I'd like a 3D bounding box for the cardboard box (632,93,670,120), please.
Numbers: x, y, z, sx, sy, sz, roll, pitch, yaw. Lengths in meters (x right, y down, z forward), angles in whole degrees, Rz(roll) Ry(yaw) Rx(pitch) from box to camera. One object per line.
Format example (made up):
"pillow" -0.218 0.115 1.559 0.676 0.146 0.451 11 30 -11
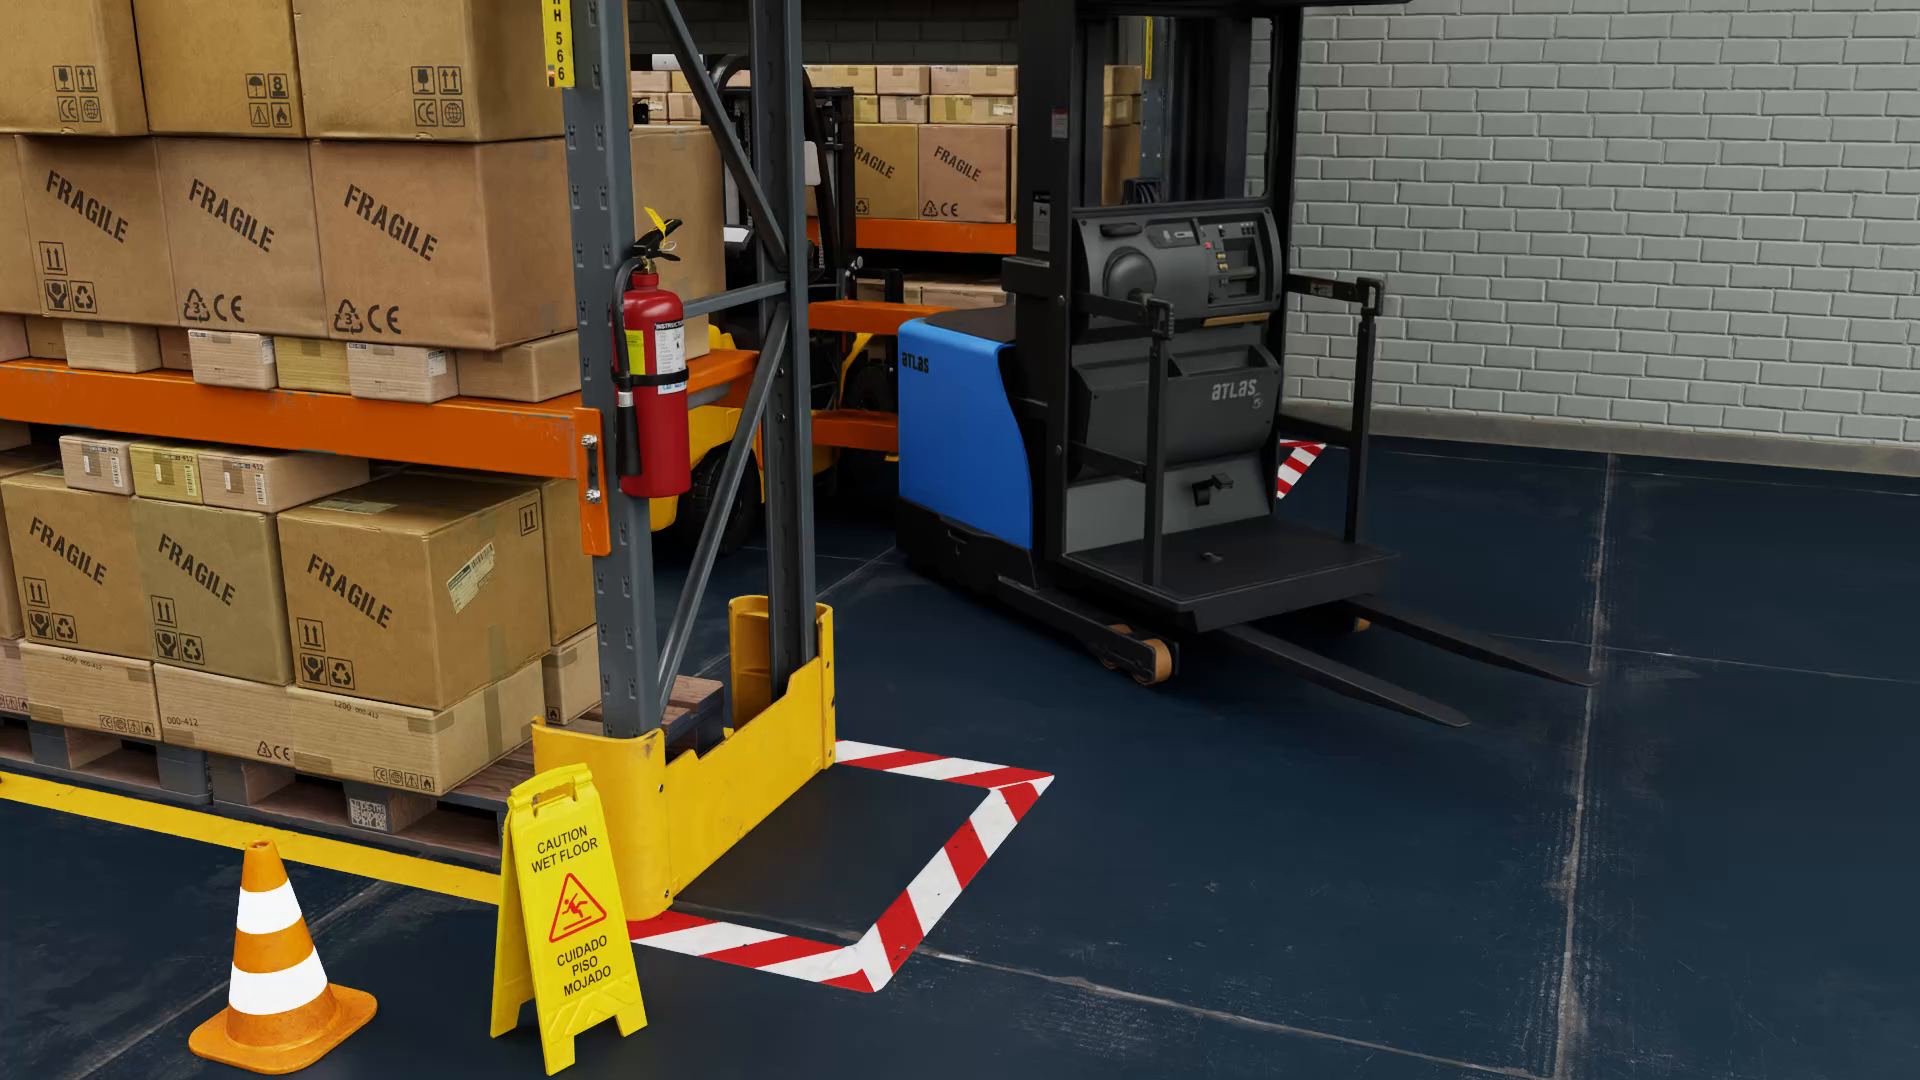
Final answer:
"cardboard box" -1.685 -2.479 9.490 0.250 0.149 0.380 7 17 22

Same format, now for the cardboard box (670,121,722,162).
"cardboard box" -1.303 -2.145 9.502 0.500 0.500 0.500 6 17 20

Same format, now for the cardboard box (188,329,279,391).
"cardboard box" -1.862 -0.523 4.546 0.250 0.149 0.380 7 17 22

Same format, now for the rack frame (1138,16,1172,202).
"rack frame" 1.139 -1.901 8.843 0.127 3.000 1.000 6 17 21

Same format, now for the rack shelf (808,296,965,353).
"rack shelf" -0.189 -0.972 7.838 1.000 0.278 0.538 7 11 18

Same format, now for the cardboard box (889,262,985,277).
"cardboard box" -0.166 -1.465 9.725 0.500 0.250 0.500 6 17 20

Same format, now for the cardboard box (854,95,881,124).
"cardboard box" -0.488 -2.348 9.040 0.250 0.149 0.380 6 17 21

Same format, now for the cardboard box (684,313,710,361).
"cardboard box" -0.919 -0.581 4.746 0.250 0.149 0.380 6 17 21

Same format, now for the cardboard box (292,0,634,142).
"cardboard box" -1.234 -1.280 4.197 0.500 0.500 0.700 6 17 19

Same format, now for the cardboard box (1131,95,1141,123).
"cardboard box" 0.919 -2.363 9.089 0.250 0.149 0.380 6 17 19

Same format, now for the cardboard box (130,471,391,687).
"cardboard box" -2.006 0.078 4.857 0.500 0.500 0.500 7 18 23

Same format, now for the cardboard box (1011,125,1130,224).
"cardboard box" 0.585 -1.932 8.767 0.500 0.500 0.500 6 17 19

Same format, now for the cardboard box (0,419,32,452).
"cardboard box" -3.125 -0.338 5.128 0.250 0.149 0.380 7 18 24

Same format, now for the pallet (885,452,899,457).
"pallet" -0.718 -0.755 9.895 1.213 0.211 1.003 6 17 21

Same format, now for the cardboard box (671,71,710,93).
"cardboard box" -1.424 -2.604 9.386 0.250 0.149 0.380 6 17 20

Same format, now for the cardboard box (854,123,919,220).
"cardboard box" -0.371 -2.039 9.139 0.500 0.500 0.500 6 17 20

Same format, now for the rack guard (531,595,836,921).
"rack guard" -0.749 0.579 4.782 0.348 0.500 1.175 6 17 21

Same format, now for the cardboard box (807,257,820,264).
"cardboard box" -1.110 -1.568 10.081 0.500 0.250 0.500 6 17 21

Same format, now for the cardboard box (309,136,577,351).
"cardboard box" -1.284 -0.788 4.296 0.500 0.500 0.500 6 17 20

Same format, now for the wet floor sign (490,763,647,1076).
"wet floor sign" -0.894 0.814 3.712 0.232 0.644 0.267 14 21 40

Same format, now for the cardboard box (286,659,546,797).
"cardboard box" -1.552 0.490 4.785 0.500 0.250 0.500 6 17 20

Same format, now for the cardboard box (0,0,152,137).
"cardboard box" -2.214 -1.359 4.470 0.500 0.500 0.700 6 17 20

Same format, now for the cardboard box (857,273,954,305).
"cardboard box" -0.354 -1.329 9.255 0.500 0.250 0.500 7 17 21

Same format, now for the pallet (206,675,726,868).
"pallet" -1.492 0.626 5.140 1.213 0.211 1.003 6 17 21

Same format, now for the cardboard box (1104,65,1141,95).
"cardboard box" 0.905 -2.493 9.006 0.250 0.149 0.380 6 17 20

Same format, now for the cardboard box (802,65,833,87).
"cardboard box" -0.700 -2.541 9.170 0.250 0.149 0.380 7 17 21

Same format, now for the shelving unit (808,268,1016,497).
"shelving unit" -0.206 -0.685 7.893 1.048 1.125 0.538 7 11 18

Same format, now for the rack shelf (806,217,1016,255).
"rack shelf" -0.721 -1.760 9.648 4.000 0.370 1.077 6 17 21

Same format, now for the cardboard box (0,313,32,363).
"cardboard box" -2.793 -0.635 4.931 0.250 0.149 0.380 6 17 20

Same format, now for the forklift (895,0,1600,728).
"forklift" 0.942 -1.042 6.005 1.130 2.935 3.031 -10 19 -31

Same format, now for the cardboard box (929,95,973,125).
"cardboard box" 0.020 -2.313 8.917 0.250 0.149 0.380 6 17 20

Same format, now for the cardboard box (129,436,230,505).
"cardboard box" -2.118 -0.227 4.747 0.250 0.149 0.380 7 17 22

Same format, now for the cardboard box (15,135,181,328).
"cardboard box" -2.213 -0.893 4.656 0.500 0.500 0.500 6 17 20

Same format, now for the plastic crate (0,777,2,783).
"plastic crate" -3.240 0.753 4.938 0.583 0.080 0.402 0 16 1

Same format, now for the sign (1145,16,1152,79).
"sign" 0.927 -2.432 8.168 0.005 0.325 0.100 6 17 21

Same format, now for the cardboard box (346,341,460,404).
"cardboard box" -1.381 -0.473 4.373 0.250 0.149 0.380 6 17 20

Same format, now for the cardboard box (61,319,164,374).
"cardboard box" -2.320 -0.588 4.771 0.250 0.149 0.380 6 17 20

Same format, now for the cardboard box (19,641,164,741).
"cardboard box" -2.497 0.385 5.145 0.500 0.250 0.500 6 17 19

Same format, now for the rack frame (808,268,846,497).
"rack frame" -0.686 -0.742 8.048 0.032 1.125 0.500 7 11 18

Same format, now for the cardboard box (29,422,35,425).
"cardboard box" -3.277 -0.222 5.890 0.500 0.500 0.500 7 17 22

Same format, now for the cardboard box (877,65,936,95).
"cardboard box" -0.253 -2.465 8.909 0.250 0.149 0.380 7 18 22

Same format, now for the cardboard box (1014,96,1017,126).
"cardboard box" 0.465 -2.242 8.674 0.250 0.149 0.380 7 17 22

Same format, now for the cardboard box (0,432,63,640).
"cardboard box" -2.966 -0.028 5.225 0.500 0.500 0.500 7 18 24

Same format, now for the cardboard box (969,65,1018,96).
"cardboard box" 0.235 -2.423 8.762 0.250 0.149 0.380 7 17 22

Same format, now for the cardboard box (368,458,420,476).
"cardboard box" -1.838 -0.064 5.347 0.500 0.500 0.500 6 17 19
